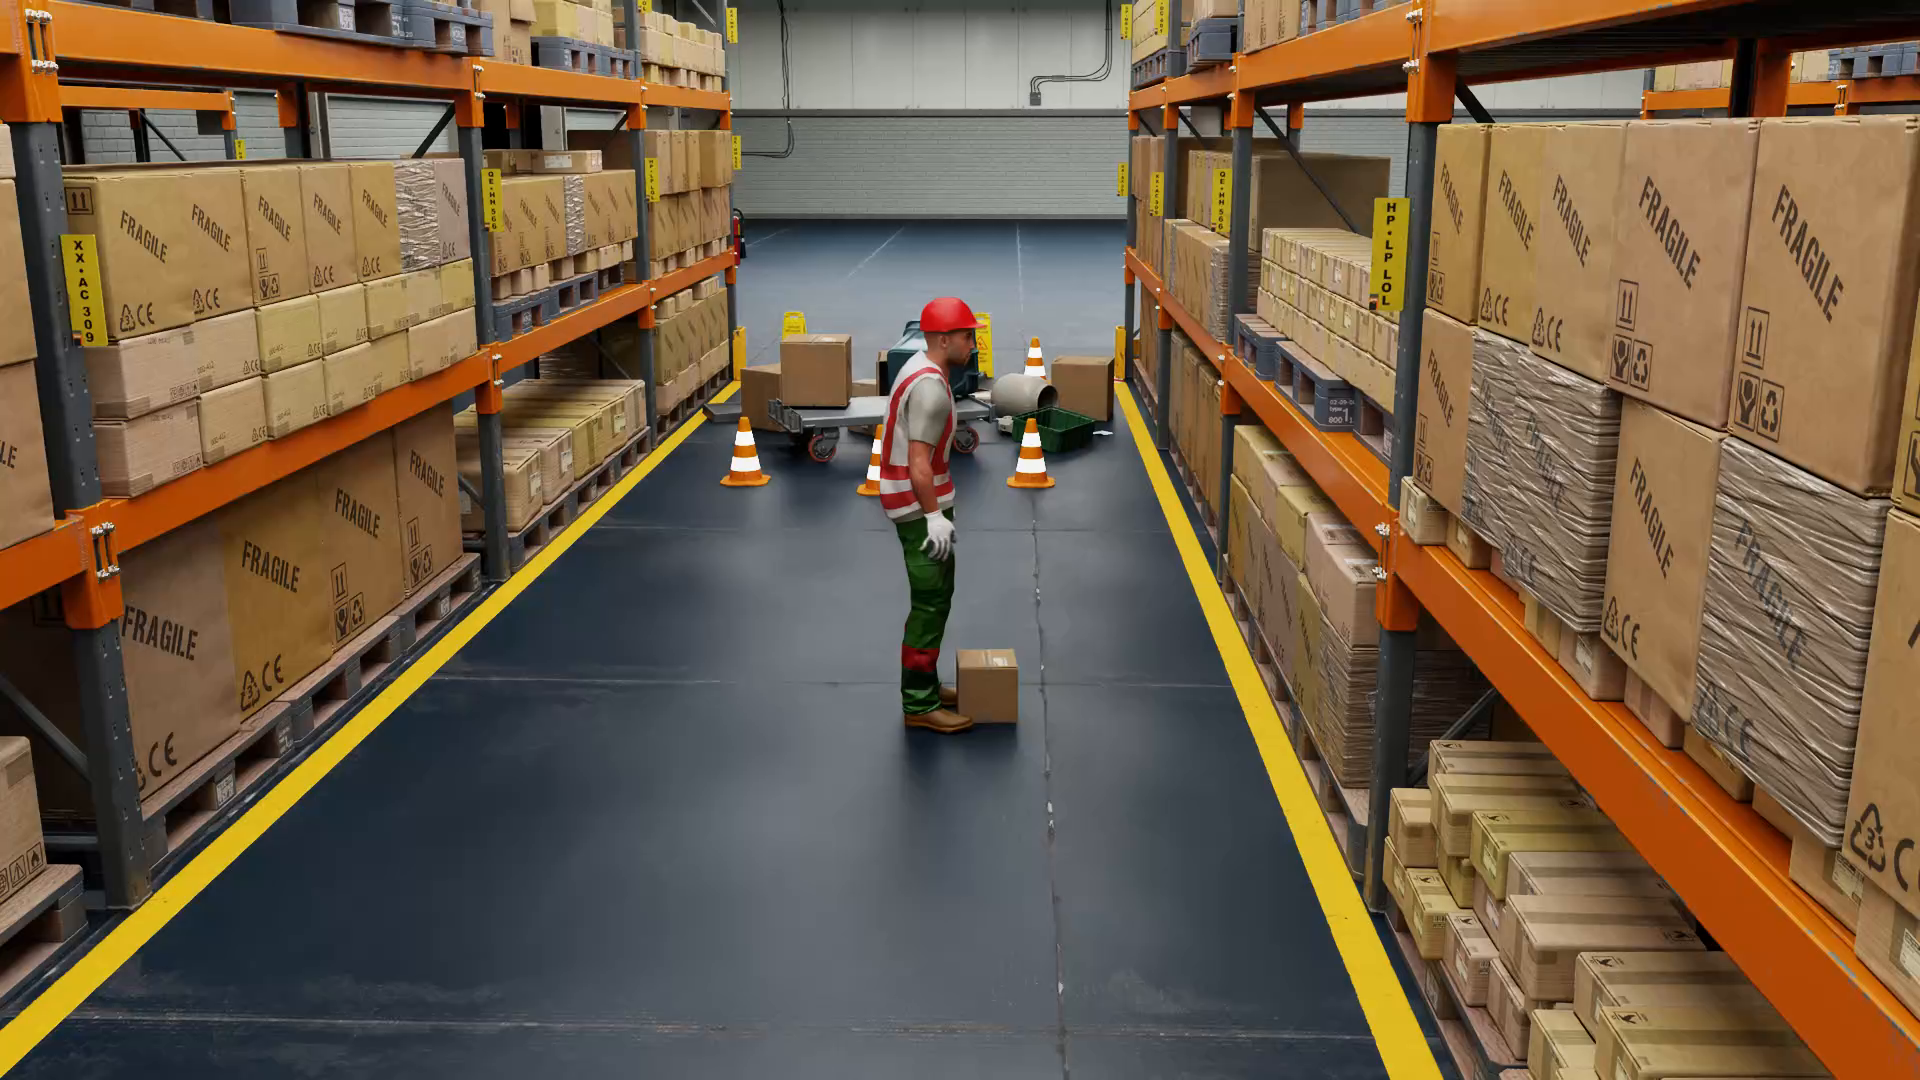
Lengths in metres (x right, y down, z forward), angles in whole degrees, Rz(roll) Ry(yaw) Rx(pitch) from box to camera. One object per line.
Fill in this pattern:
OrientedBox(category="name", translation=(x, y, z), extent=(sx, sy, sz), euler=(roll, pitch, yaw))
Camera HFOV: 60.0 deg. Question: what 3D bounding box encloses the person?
OrientedBox(category="person", translation=(-0.110, -0.120, 6.955), extent=(0.454, 1.779, 0.621), euler=(0, 14, 0))
